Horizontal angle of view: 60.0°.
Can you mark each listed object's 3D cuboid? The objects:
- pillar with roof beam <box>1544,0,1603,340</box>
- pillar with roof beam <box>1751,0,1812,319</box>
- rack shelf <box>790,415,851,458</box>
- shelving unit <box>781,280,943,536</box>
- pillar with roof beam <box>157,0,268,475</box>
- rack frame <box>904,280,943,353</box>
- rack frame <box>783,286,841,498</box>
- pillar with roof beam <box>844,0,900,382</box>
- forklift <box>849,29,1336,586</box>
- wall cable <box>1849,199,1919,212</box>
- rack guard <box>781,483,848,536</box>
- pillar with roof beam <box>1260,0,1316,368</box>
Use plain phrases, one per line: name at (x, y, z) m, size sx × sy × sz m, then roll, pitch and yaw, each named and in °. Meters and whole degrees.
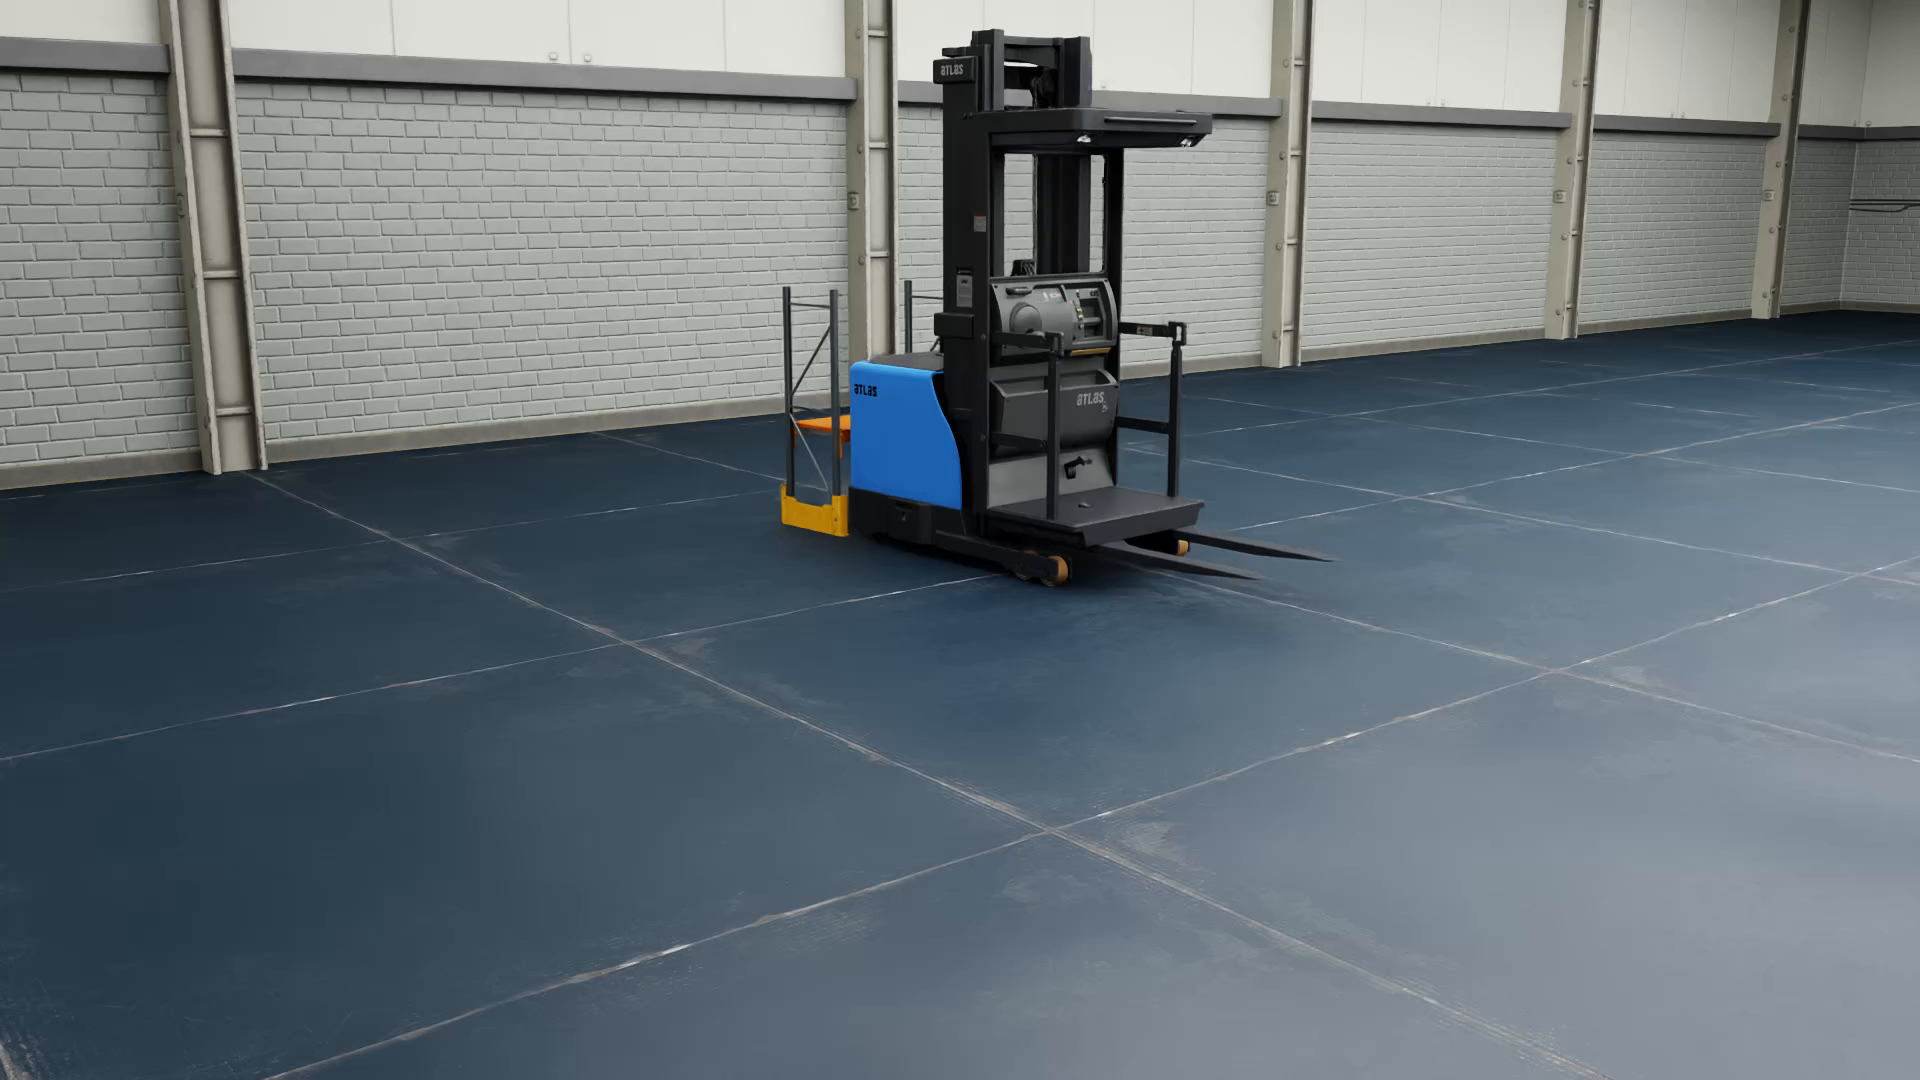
pillar with roof beam at (11.225, -6.578, 19.441) m, size 0.400 × 9.000 × 9.100 m, roll -9°, pitch 15°, yaw -38°
pillar with roof beam at (15.910, -7.356, 23.108) m, size 0.400 × 9.000 × 9.100 m, roll -9°, pitch 15°, yaw -38°
rack shelf at (-0.551, -0.702, 10.691) m, size 1.000 × 0.185 × 0.538 m, roll -11°, pitch 16°, yaw -43°
shelving unit at (-0.557, -0.877, 10.648) m, size 1.083 × 1.500 × 0.587 m, roll -11°, pitch 16°, yaw -43°
pillar with roof beam at (-2.830, -4.242, 8.442) m, size 0.400 × 9.000 × 9.100 m, roll -9°, pitch 15°, yaw -38°
rack frame at (-0.185, -0.951, 10.999) m, size 0.032 × 1.500 × 0.500 m, roll -11°, pitch 16°, yaw -43°
rack frame at (-0.917, -0.805, 10.309) m, size 0.032 × 1.500 × 0.500 m, roll -11°, pitch 16°, yaw -43°
pillar with roof beam at (1.855, -5.021, 12.108) m, size 0.400 × 9.000 × 9.100 m, roll -9°, pitch 15°, yaw -38°
forklift at (0.681, -1.304, 9.213) m, size 1.130 × 2.935 × 3.031 m, roll -11°, pitch 16°, yaw -41°
wall cable at (16.347, -6.703, 27.509) m, size 0.112 × 2.526 × 3.097 m, roll -9°, pitch 15°, yaw -38°
rack guard at (-0.916, -0.194, 10.440) m, size 0.087 × 0.250 × 0.587 m, roll -11°, pitch 16°, yaw -43°
pillar with roof beam at (6.540, -5.799, 15.775) m, size 0.400 × 9.000 × 9.100 m, roll -9°, pitch 15°, yaw -38°
